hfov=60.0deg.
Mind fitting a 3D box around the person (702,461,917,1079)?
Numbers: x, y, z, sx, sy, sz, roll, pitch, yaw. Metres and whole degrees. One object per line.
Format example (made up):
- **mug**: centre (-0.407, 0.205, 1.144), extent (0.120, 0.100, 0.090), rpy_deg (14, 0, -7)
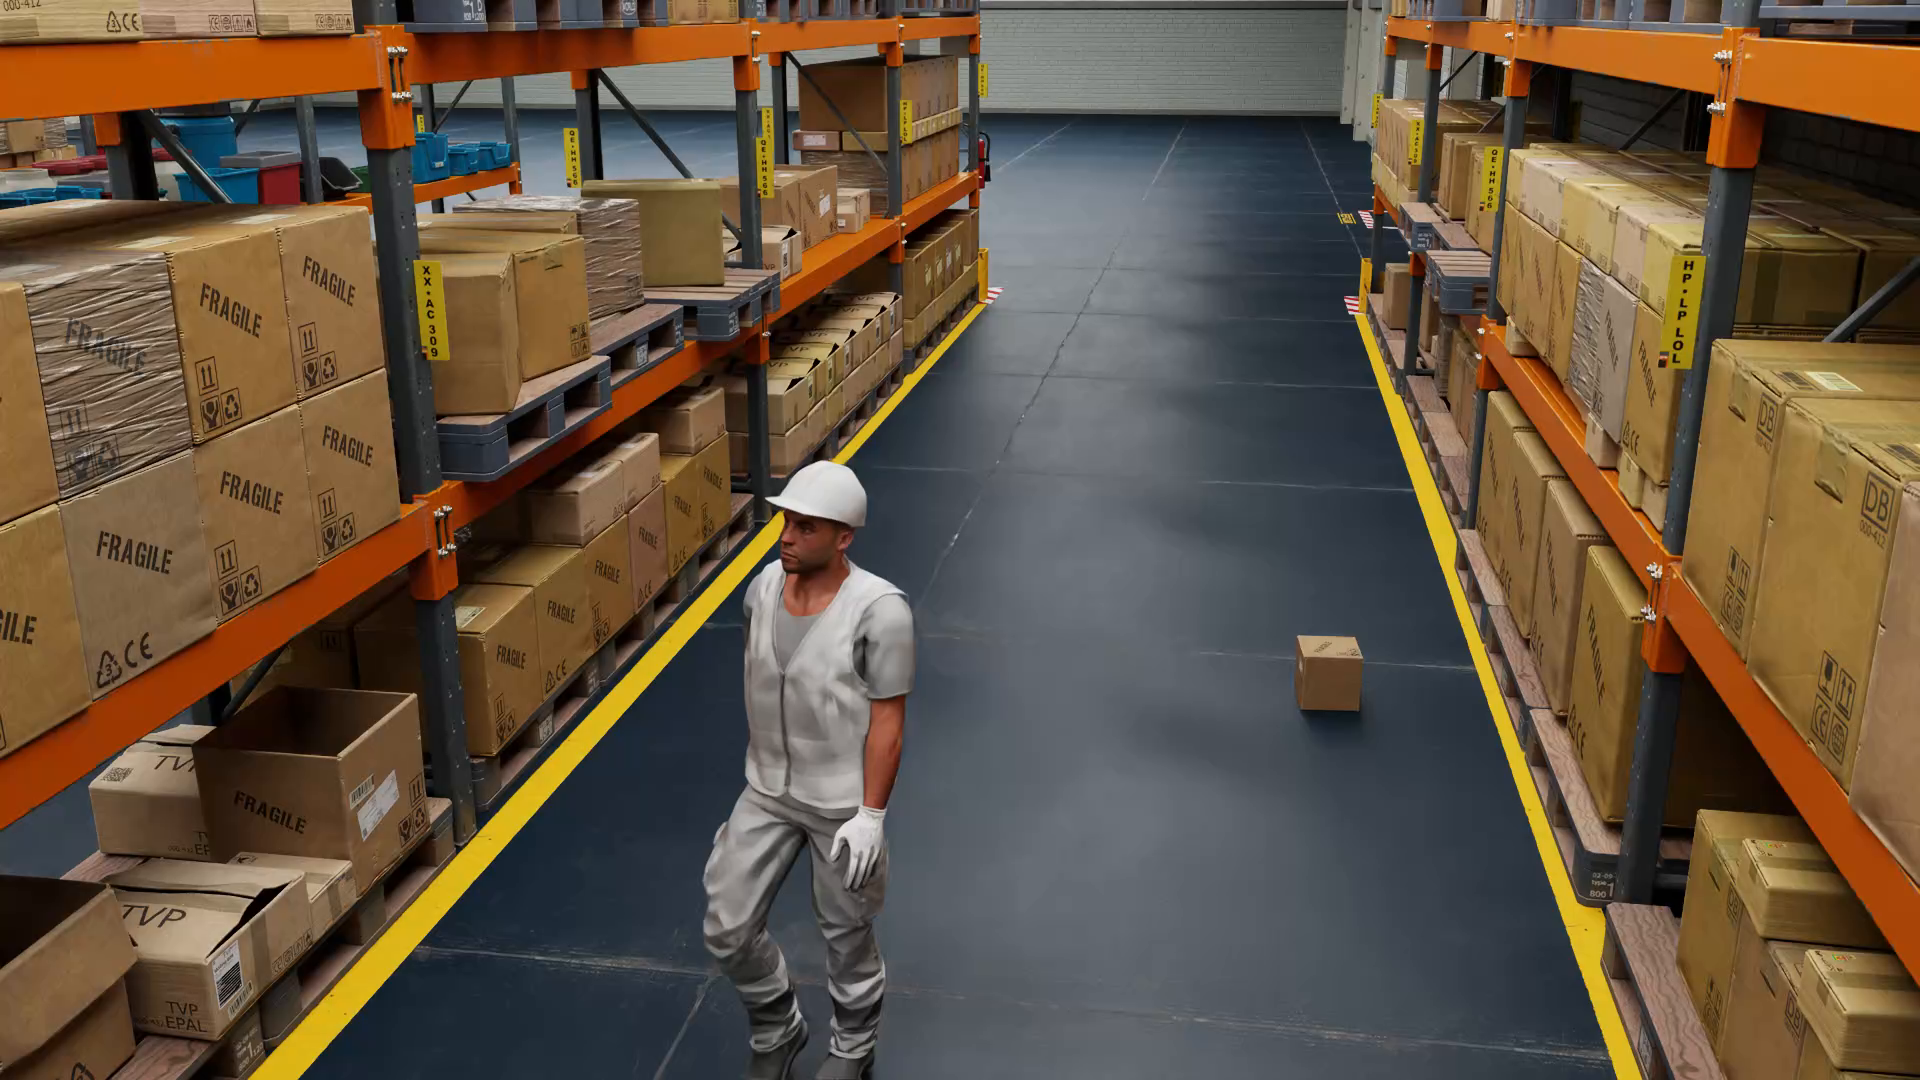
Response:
- **person**: centre (-0.389, 0.690, 4.305), extent (0.530, 1.812, 0.466), rpy_deg (9, 20, 25)
